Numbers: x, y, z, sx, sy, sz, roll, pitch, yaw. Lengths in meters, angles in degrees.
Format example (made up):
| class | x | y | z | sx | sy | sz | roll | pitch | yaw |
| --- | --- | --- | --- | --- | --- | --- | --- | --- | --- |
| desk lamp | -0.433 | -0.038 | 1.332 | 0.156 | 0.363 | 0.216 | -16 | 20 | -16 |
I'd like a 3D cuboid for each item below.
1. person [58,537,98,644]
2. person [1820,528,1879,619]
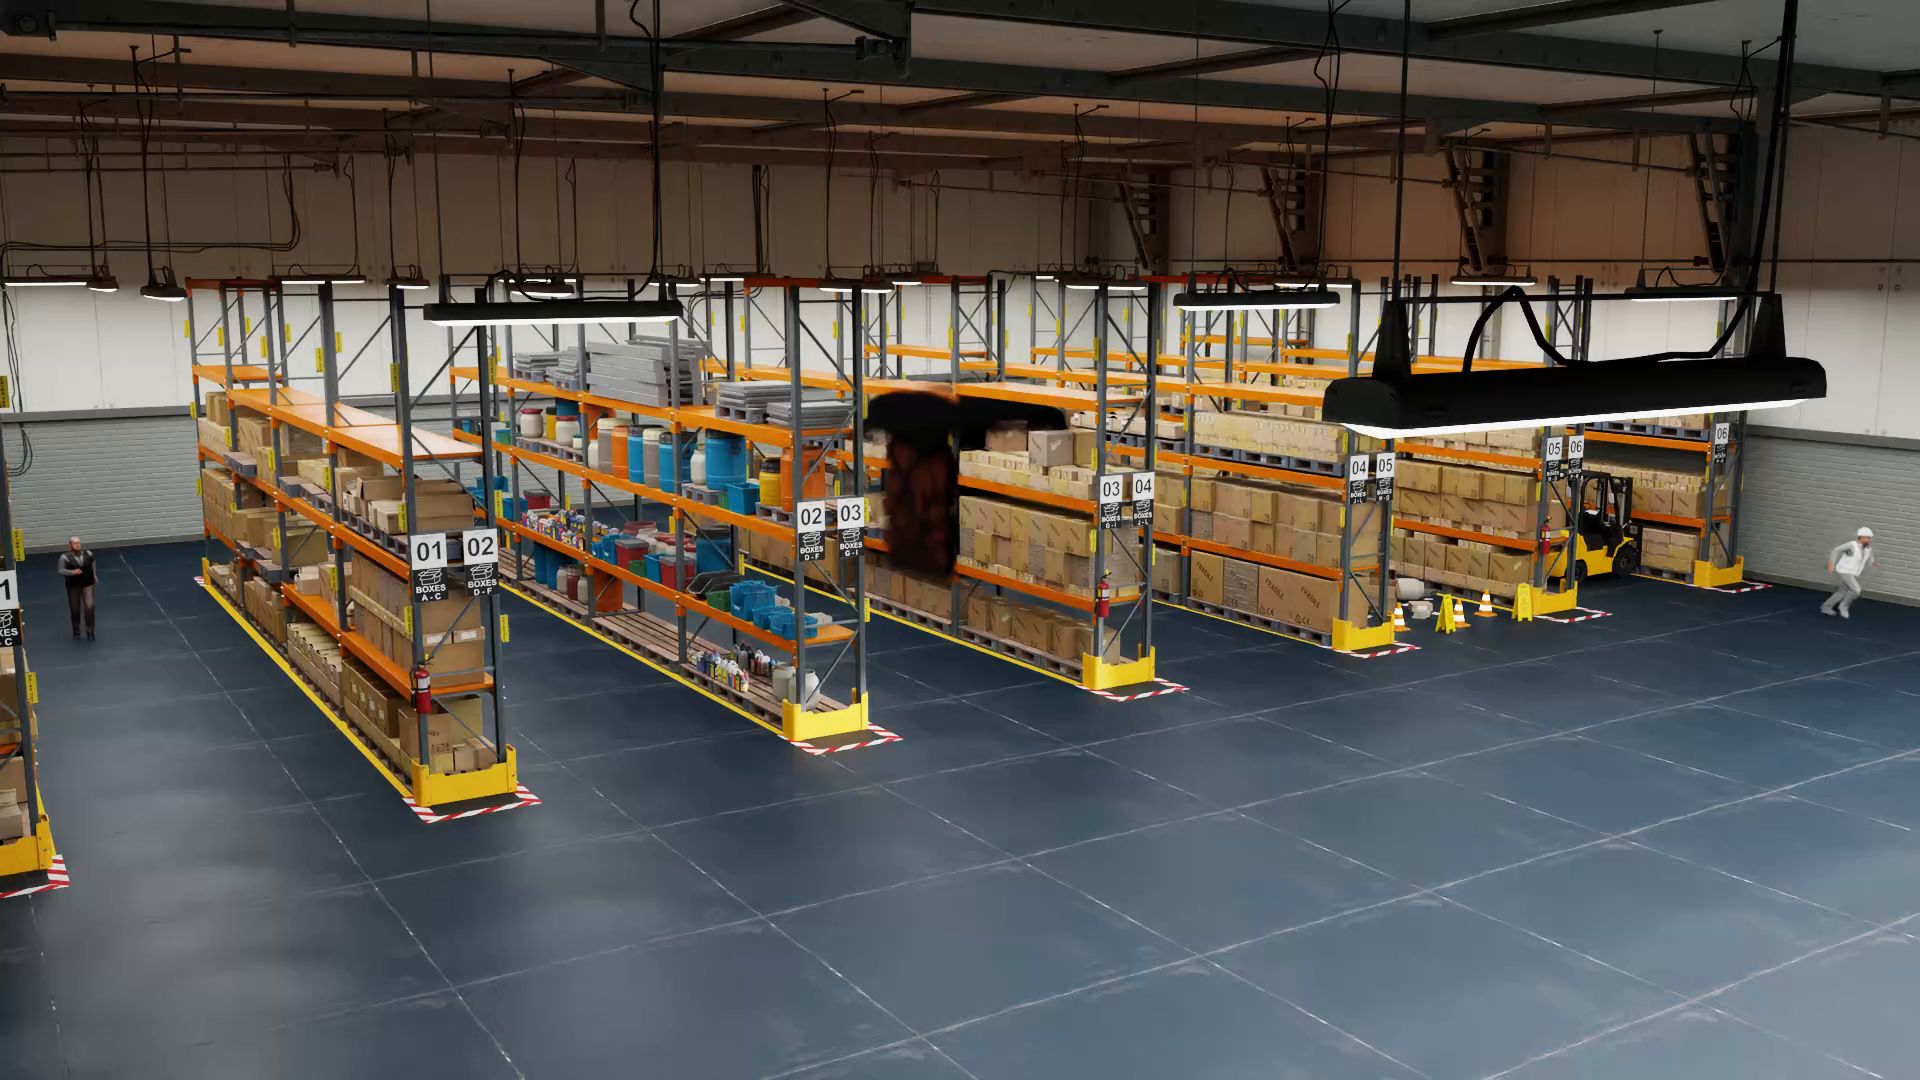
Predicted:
| class | x | y | z | sx | sy | sz | roll | pitch | yaw |
| --- | --- | --- | --- | --- | --- | --- | --- | --- | --- |
| person | -14.789 | 0.819 | 27.919 | 0.609 | 1.776 | 0.869 | -7 | 12 | -34 |
| person | 15.831 | 0.568 | 29.552 | 0.660 | 1.645 | 0.985 | -5 | 11 | -28 |
